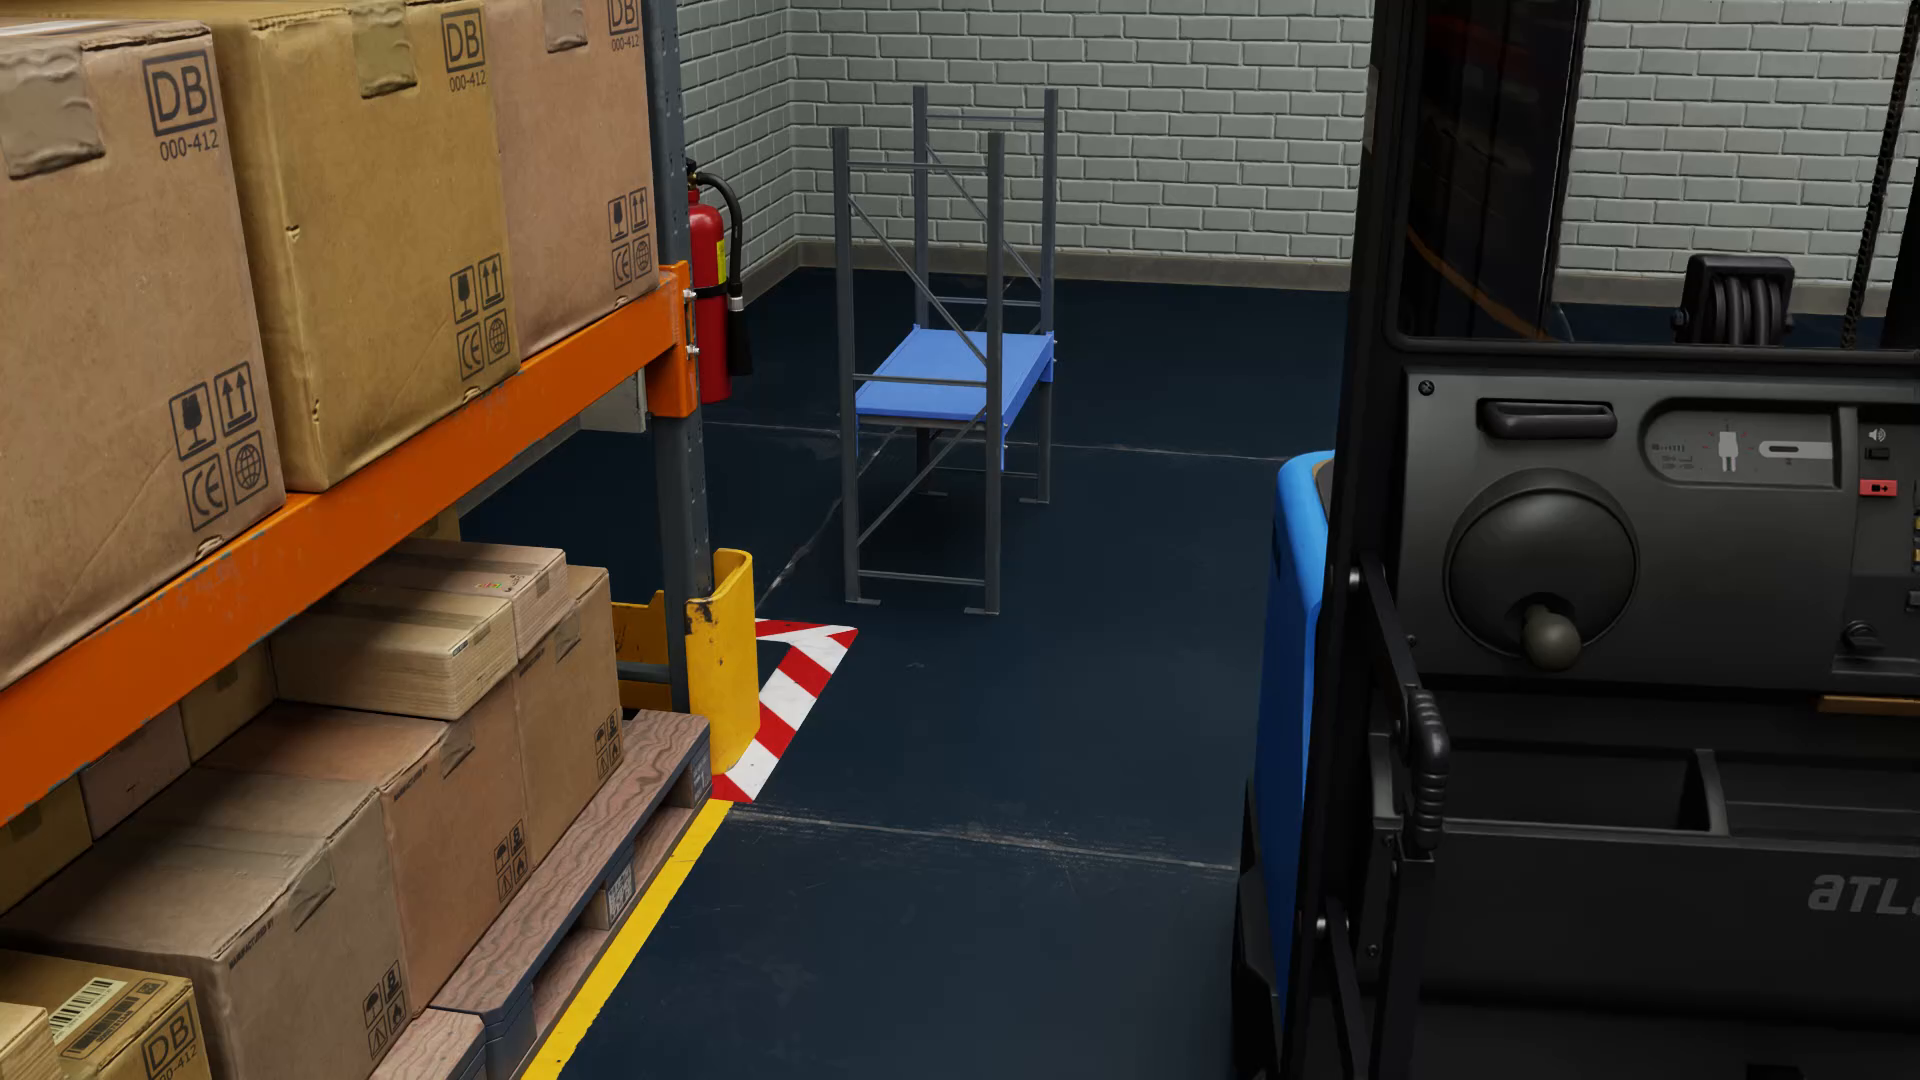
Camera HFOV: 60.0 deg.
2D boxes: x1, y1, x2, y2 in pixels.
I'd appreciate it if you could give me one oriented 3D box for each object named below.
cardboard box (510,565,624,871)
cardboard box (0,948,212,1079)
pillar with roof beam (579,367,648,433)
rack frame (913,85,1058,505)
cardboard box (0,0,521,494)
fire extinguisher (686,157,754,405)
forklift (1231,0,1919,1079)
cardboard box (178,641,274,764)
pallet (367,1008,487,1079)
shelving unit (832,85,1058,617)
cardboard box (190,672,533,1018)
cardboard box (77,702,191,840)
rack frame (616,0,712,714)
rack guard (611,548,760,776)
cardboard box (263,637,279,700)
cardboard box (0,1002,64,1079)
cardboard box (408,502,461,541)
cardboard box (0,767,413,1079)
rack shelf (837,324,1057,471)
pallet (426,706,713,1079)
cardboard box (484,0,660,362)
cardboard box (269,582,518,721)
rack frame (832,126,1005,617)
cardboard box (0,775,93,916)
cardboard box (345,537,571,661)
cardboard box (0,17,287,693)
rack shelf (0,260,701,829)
[{"bbox_3d":[-1.195,0.358,3.733,0.700,0.500,0.500,4,22,11],"label":"cardboard box"},{"bbox_3d":[-1.500,0.921,2.336,0.700,0.500,0.500,5,22,12],"label":"cardboard box"},{"bbox_3d":[2.769,-4.378,4.679,9.100,9.000,0.400,4,22,11],"label":"pillar with roof beam"},{"bbox_3d":[0.086,-0.850,5.958,0.500,1.500,0.032,4,22,11],"label":"rack frame"},{"bbox_3d":[-1.382,-0.555,2.815,0.980,0.700,0.700,4,22,10],"label":"cardboard box"},{"bbox_3d":[-0.667,-0.681,4.133,0.296,0.674,0.183,4,22,11],"label":"fire extinguisher"},{"bbox_3d":[1.013,0.009,1.909,1.130,2.935,3.031,2,22,5],"label":"forklift"},{"bbox_3d":[-1.519,0.273,3.076,0.380,0.149,0.250,5,22,11],"label":"cardboard box"},{"bbox_3d":[-1.488,1.167,2.675,1.003,0.211,1.213,4,22,11],"label":"pallet"},{"bbox_3d":[-0.017,-0.665,5.496,0.538,1.500,1.048,4,22,11],"label":"shelving unit"},{"bbox_3d":[-1.297,0.541,3.279,0.700,0.500,0.500,4,22,11],"label":"cardboard box"},{"bbox_3d":[-1.570,0.366,2.845,0.380,0.149,0.250,5,22,12],"label":"cardboard box"},{"bbox_3d":[-1.150,-0.870,3.999,1.000,3.000,0.127,4,22,11],"label":"rack frame"},{"bbox_3d":[-1.145,0.281,4.488,1.175,0.500,0.348,4,22,11],"label":"rack guard"},{"bbox_3d":[-1.468,0.182,3.303,0.380,0.149,0.250,5,22,11],"label":"cardboard box"},{"bbox_3d":[-1.358,0.689,2.044,0.380,0.149,0.250,4,22,9],"label":"cardboard box"},{"bbox_3d":[-1.365,-0.004,3.763,0.380,0.149,0.250,5,22,11],"label":"cardboard box"},{"bbox_3d":[-1.399,0.725,2.822,0.700,0.500,0.500,4,22,9],"label":"cardboard box"},{"bbox_3d":[-0.017,-0.498,5.563,0.538,0.185,1.000,4,22,11],"label":"rack shelf"},{"bbox_3d":[-1.236,0.722,3.779,1.003,0.211,1.213,4,22,11],"label":"pallet"},{"bbox_3d":[-1.244,-0.822,3.478,0.980,0.700,0.700,5,23,13],"label":"cardboard box"},{"bbox_3d":[-1.094,0.212,3.228,0.380,0.149,0.250,5,22,12],"label":"cardboard box"},{"bbox_3d":[-0.121,-0.479,5.034,0.500,1.500,0.032,4,22,11],"label":"rack frame"},{"bbox_3d":[-1.622,0.460,2.611,0.380,0.149,0.250,5,22,11],"label":"cardboard box"},{"bbox_3d":[-1.043,0.118,3.461,0.380,0.149,0.250,4,22,10],"label":"cardboard box"},{"bbox_3d":[-1.546,-0.277,2.125,0.980,0.700,0.700,3,22,8],"label":"cardboard box"},{"bbox_3d":[-1.558,0.195,2.317,1.077,0.370,4.000,4,22,11],"label":"rack shelf"}]
